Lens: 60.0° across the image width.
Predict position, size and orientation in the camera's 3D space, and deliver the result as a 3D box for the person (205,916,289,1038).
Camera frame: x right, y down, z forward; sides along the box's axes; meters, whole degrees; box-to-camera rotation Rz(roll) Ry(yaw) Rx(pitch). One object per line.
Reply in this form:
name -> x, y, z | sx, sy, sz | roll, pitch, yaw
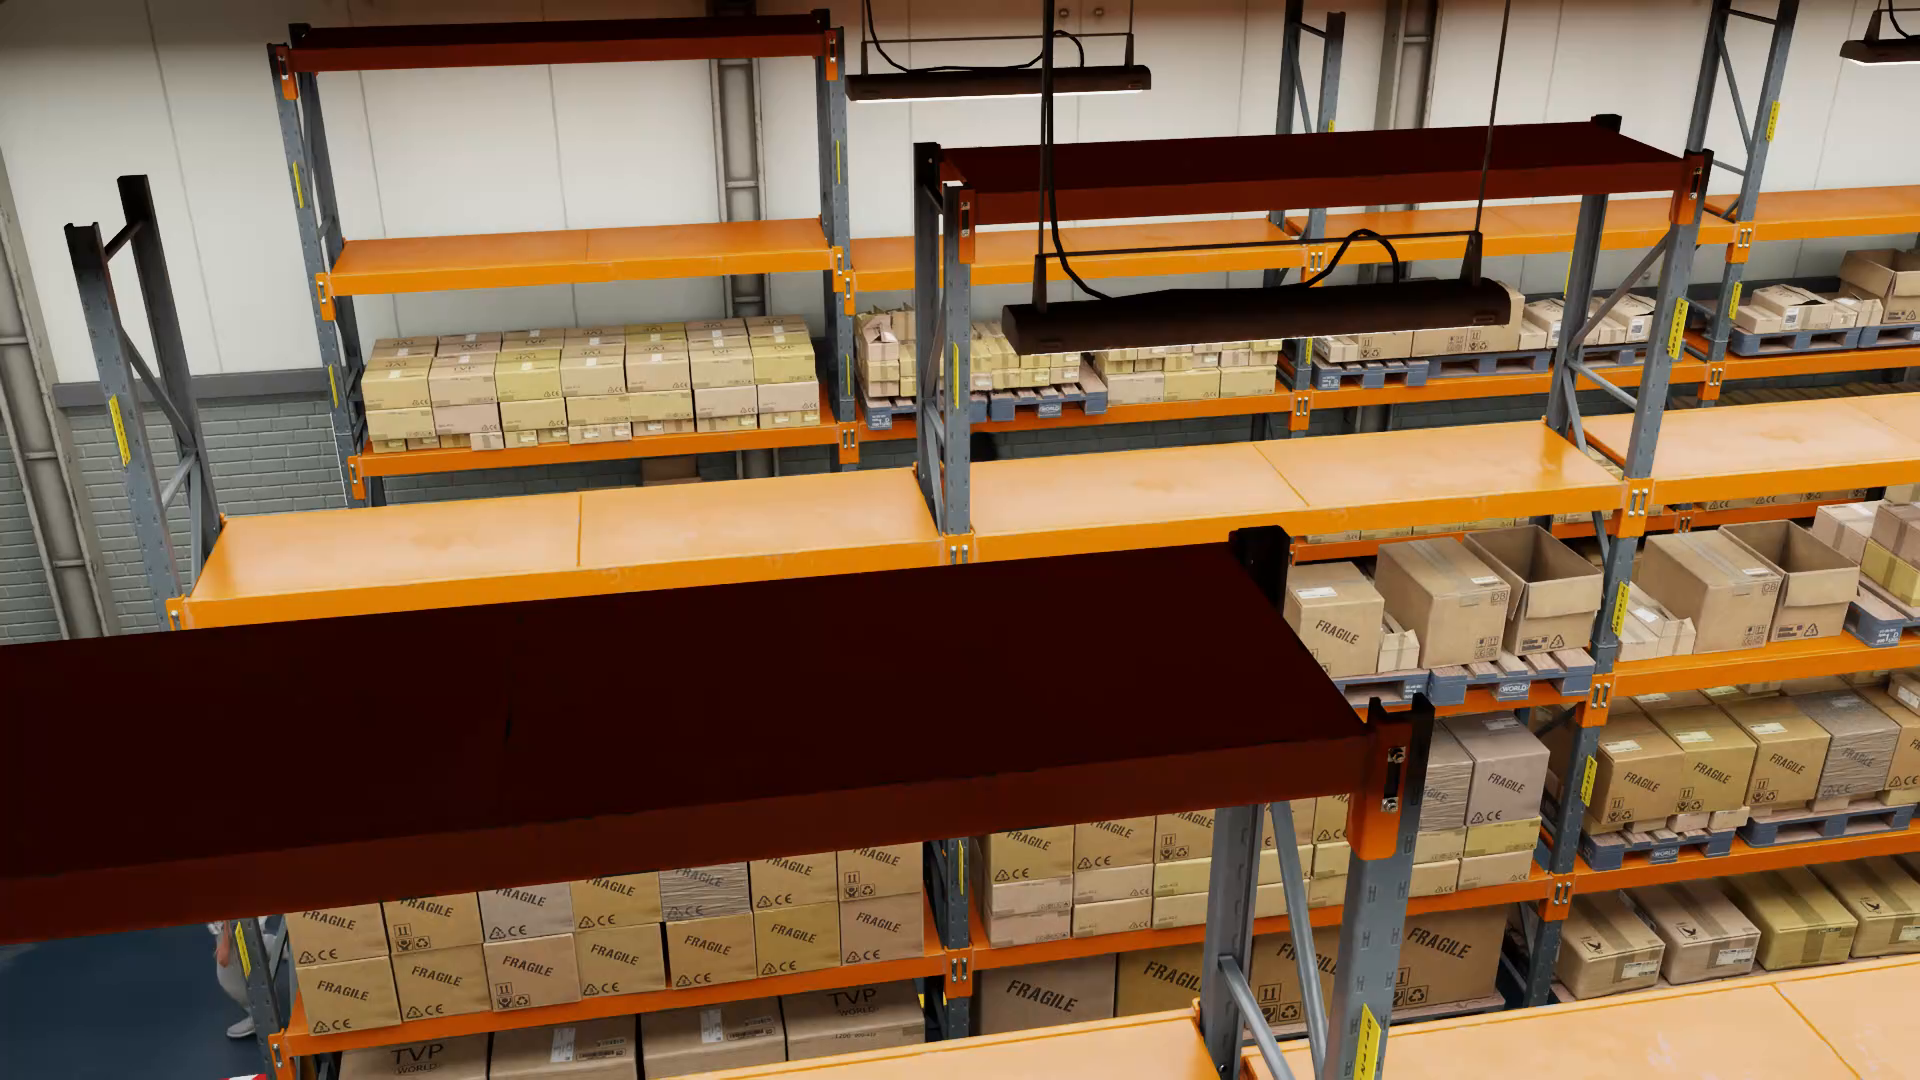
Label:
person -> -4.749, 2.466, 11.185 | 0.640, 1.728, 0.773 | -10, 27, -19
